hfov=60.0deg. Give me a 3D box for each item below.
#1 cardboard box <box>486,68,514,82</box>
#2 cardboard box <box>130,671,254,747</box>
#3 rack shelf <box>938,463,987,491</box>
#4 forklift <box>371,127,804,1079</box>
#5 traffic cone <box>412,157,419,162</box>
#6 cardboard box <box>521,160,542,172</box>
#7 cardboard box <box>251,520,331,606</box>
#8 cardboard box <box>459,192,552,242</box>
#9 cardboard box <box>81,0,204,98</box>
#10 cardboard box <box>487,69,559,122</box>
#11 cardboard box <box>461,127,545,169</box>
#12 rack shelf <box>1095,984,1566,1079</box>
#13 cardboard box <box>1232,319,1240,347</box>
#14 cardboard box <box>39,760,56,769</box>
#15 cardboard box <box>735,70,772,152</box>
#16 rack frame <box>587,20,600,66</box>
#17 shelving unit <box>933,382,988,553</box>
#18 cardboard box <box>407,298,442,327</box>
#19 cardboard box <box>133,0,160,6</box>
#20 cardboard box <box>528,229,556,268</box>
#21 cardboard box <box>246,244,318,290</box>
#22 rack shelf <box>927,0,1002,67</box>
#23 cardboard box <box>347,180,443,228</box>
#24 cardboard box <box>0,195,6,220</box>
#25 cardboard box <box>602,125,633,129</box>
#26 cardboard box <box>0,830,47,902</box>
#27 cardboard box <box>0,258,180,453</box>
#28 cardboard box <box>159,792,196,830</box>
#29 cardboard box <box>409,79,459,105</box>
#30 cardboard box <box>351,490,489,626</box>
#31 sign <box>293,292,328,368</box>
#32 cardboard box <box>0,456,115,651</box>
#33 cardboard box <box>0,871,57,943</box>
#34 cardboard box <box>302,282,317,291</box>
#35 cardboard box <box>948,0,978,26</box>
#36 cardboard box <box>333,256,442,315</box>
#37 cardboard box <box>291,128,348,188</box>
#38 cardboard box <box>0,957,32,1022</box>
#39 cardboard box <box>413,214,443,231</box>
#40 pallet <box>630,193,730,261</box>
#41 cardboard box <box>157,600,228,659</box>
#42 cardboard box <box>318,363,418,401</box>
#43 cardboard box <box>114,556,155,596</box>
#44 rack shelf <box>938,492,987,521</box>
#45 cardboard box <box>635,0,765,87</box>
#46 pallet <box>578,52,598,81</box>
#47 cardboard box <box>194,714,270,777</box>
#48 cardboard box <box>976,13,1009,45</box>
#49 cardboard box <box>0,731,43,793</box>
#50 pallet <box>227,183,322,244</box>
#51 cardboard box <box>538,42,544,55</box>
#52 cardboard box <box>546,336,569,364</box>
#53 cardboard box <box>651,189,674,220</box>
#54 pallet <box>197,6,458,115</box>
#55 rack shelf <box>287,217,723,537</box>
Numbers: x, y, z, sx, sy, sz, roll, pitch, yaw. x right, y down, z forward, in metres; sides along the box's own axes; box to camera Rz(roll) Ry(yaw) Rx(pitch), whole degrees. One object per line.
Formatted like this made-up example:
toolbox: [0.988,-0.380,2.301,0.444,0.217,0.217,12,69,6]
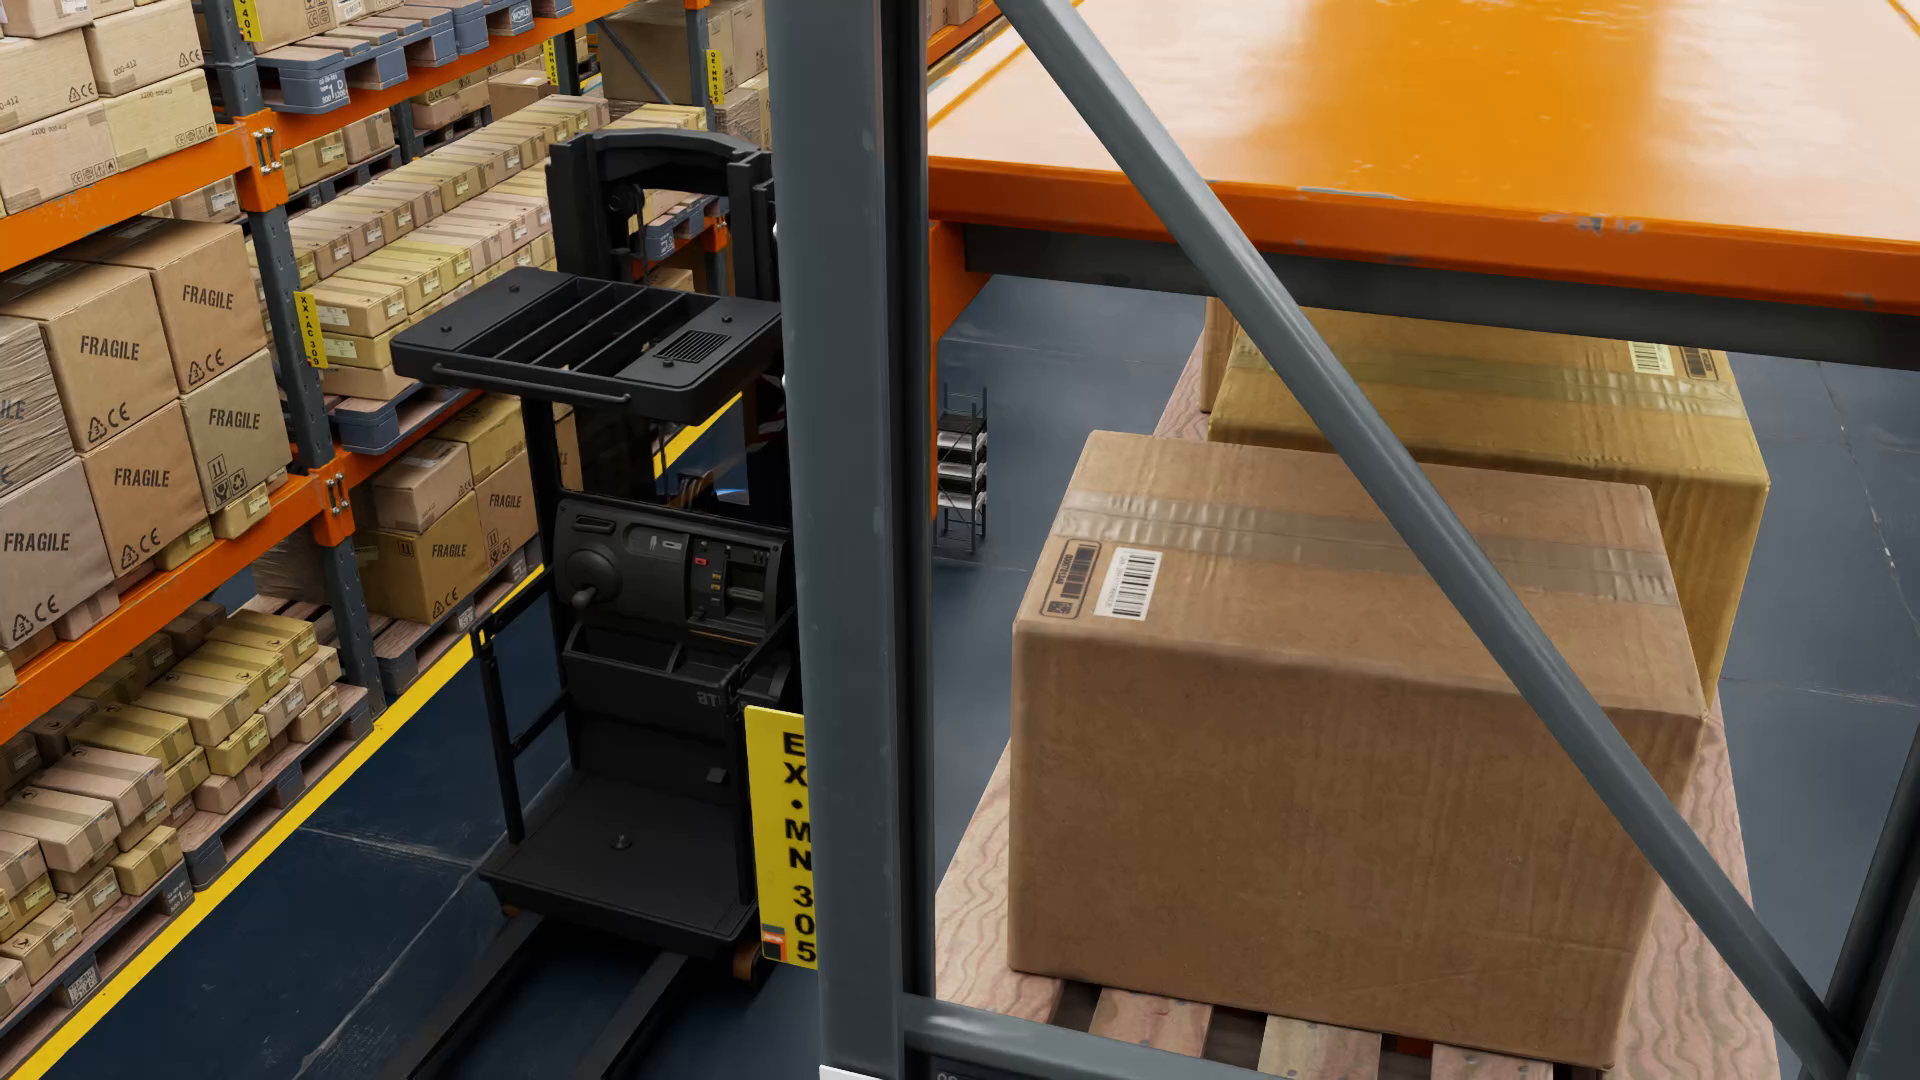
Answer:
cardboard box: [-4.869,-4.647,16.914,0.500,0.250,0.500,8,30,14]
cardboard box: [-3.144,0.691,6.812,0.380,0.149,0.250,8,30,14]
rack shelf: [-0.002,-0.360,9.041,0.258,0.077,0.200,8,30,15]
forklift: [-1.154,0.157,5.953,1.130,2.935,3.031,10,31,18]
traffic cone: [-4.625,-3.048,14.253,0.336,0.463,0.334,8,30,15]
cardboard box: [-2.572,-2.054,9.377,0.380,0.149,0.250,9,30,15]
cardboard box: [-3.209,-0.026,8.351,0.500,0.500,0.500,8,30,14]
cardboard box: [-2.252,-1.608,8.269,0.380,0.149,0.250,10,31,17]
cardboard box: [-3.078,-1.768,5.898,0.500,0.250,0.500,7,30,12]
cardboard box: [-3.889,-3.931,15.023,0.500,0.500,0.500,8,30,15]
cardboard box: [-2.563,-2.199,9.332,0.380,0.149,0.250,7,30,13]
rack shelf: [0.939,0.132,3.581,1.077,0.370,4.000,8,30,15]
cardboard box: [0.840,-0.264,2.916,0.700,0.500,0.500,6,30,11]
cardboard box: [-3.705,0.874,6.789,0.380,0.149,0.250,7,30,12]
cardboard box: [-1.475,-2.865,11.211,0.500,0.500,0.500,8,30,14]
rack frame: [-4.425,-6.791,18.373,1.000,3.000,0.127,8,30,15]
shelving unit: [-0.002,-0.389,9.024,0.258,0.900,0.210,8,30,15]
cardboard box: [-2.556,-0.997,7.478,0.380,0.149,0.250,8,30,14]
cardboard box: [-3.016,-2.009,5.920,0.380,0.149,0.250,7,30,13]
cardboard box: [-2.250,-1.487,8.358,0.380,0.149,0.250,8,30,14]
cardboard box: [-3.176,-1.228,7.587,0.380,0.149,0.250,8,30,13]
rack shelf: [-0.250,-4.888,15.692,1.077,0.370,4.000,8,30,15]
cardboard box: [-2.871,-1.709,8.451,0.380,0.149,0.250,7,30,13]
cardboard box: [-3.378,-1.068,5.152,0.500,0.250,0.500,8,30,14]
cardboard box: [-1.870,-2.217,9.364,0.380,0.149,0.250,9,30,16]
cardboard box: [-3.531,1.166,5.957,0.380,0.149,0.250,9,30,15]
cardboard box: [-3.212,-0.668,5.928,0.500,0.500,0.500,8,30,13]
cardboard box: [-3.340,1.084,6.717,0.380,0.149,0.250,8,30,14]
cardboard box: [-5.168,-4.478,15.839,0.500,0.500,0.500,10,31,17]
cardboard box: [-2.715,0.048,8.218,0.500,0.500,0.500,10,31,17]
sign: [-2.664,-0.860,6.820,0.100,0.325,0.005,8,30,15]
cardboard box: [-3.358,0.008,5.741,0.500,0.500,0.500,8,30,15]
cardboard box: [-3.544,1.287,6.046,0.380,0.149,0.250,10,31,17]
cardboard box: [-3.181,-1.095,7.653,0.380,0.149,0.250,9,30,15]
cardboard box: [-0.330,-5.005,15.007,0.875,0.550,0.550,8,30,15]
cardboard box: [-2.554,-1.137,7.423,0.380,0.149,0.250,9,30,16]
cardboard box: [-5.958,-3.389,14.528,0.950,0.372,0.625,10,31,18]
cardboard box: [-3.515,1.580,5.825,0.380,0.149,0.250,7,30,12]
cardboard box: [-2.874,-1.585,8.535,0.380,0.149,0.250,9,30,15]
pallet: [-2.119,-1.984,9.928,1.213,0.211,1.003,8,30,15]
cardboard box: [-3.485,0.378,7.374,0.380,0.149,0.250,10,31,17]
cardboard box: [-2.630,-0.747,7.333,0.380,0.149,0.250,7,30,12]
cardboard box: [-3.294,0.081,6.276,0.380,0.149,0.250,8,30,13]
rack shelf: [-0.002,-0.203,9.128,0.258,0.077,0.200,8,30,15]
cardboard box: [-1.723,-3.337,11.032,0.700,0.500,0.500,8,30,14]
pallet: [-4.719,-5.165,18.318,1.003,0.211,1.213,8,30,15]
cardboard box: [-3.103,0.823,6.879,0.380,0.149,0.250,7,30,13]
cardboard box: [-0.055,-4.653,16.283,0.875,0.875,0.875,8,30,14]
cardboard box: [-3.857,0.853,6.520,0.380,0.149,0.250,9,30,16]
pallet: [-6.182,-2.783,14.036,1.003,0.211,1.213,8,30,15]
cardboard box: [-4.561,-5.449,17.584,0.500,0.500,0.500,10,31,17]
cardboard box: [-2.264,-1.008,9.344,0.500,0.250,0.500,9,30,16]
cardboard box: [-1.866,-1.958,9.511,0.380,0.149,0.250,9,30,16]
pallet: [-2.902,-2.056,6.968,1.213,0.211,1.003,8,30,15]
rack shelf: [-2.598,-1.170,9.008,1.077,0.370,4.000,8,30,15]
